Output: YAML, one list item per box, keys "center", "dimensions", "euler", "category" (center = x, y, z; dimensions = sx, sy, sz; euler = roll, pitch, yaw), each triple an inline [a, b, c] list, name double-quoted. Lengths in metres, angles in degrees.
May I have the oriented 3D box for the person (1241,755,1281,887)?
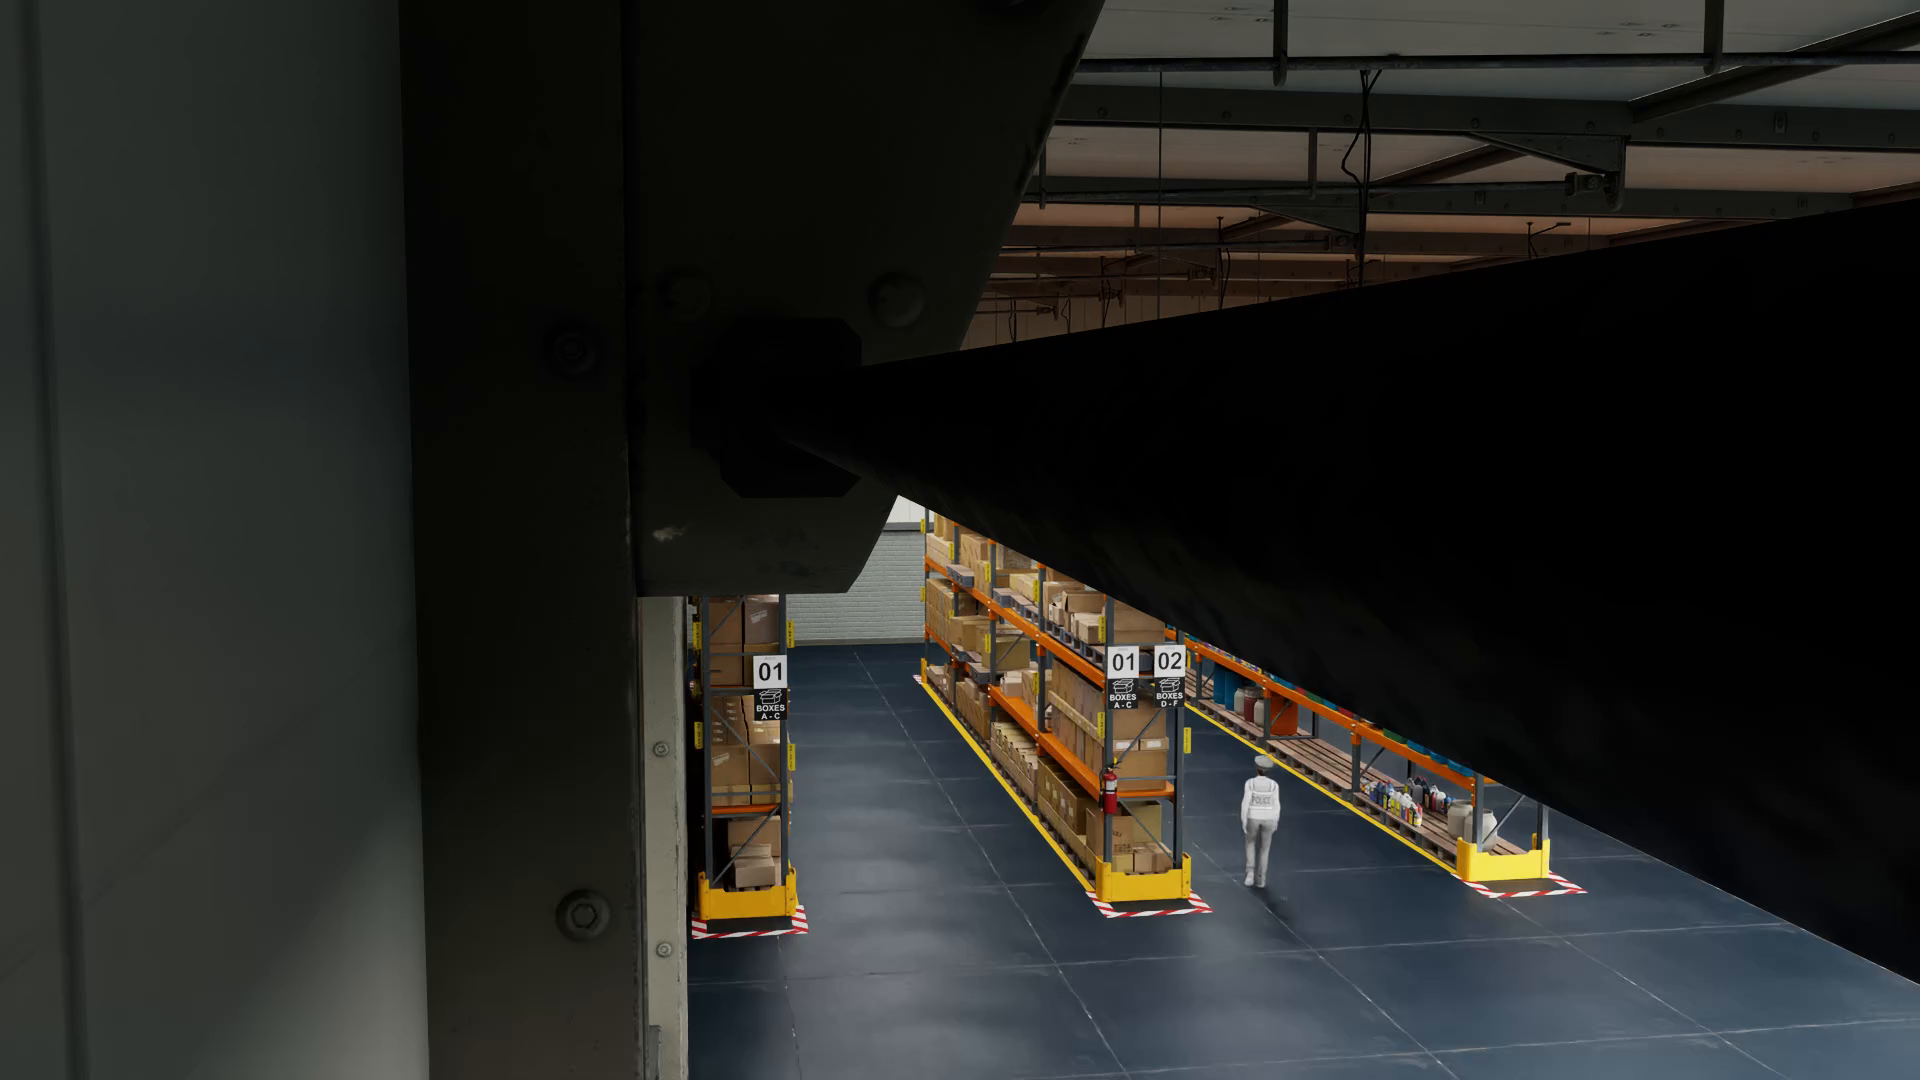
- center: [3.864, 3.605, 21.325]
  dimensions: [0.487, 1.701, 0.402]
  euler: [2, 5, 17]
  category: "person"
